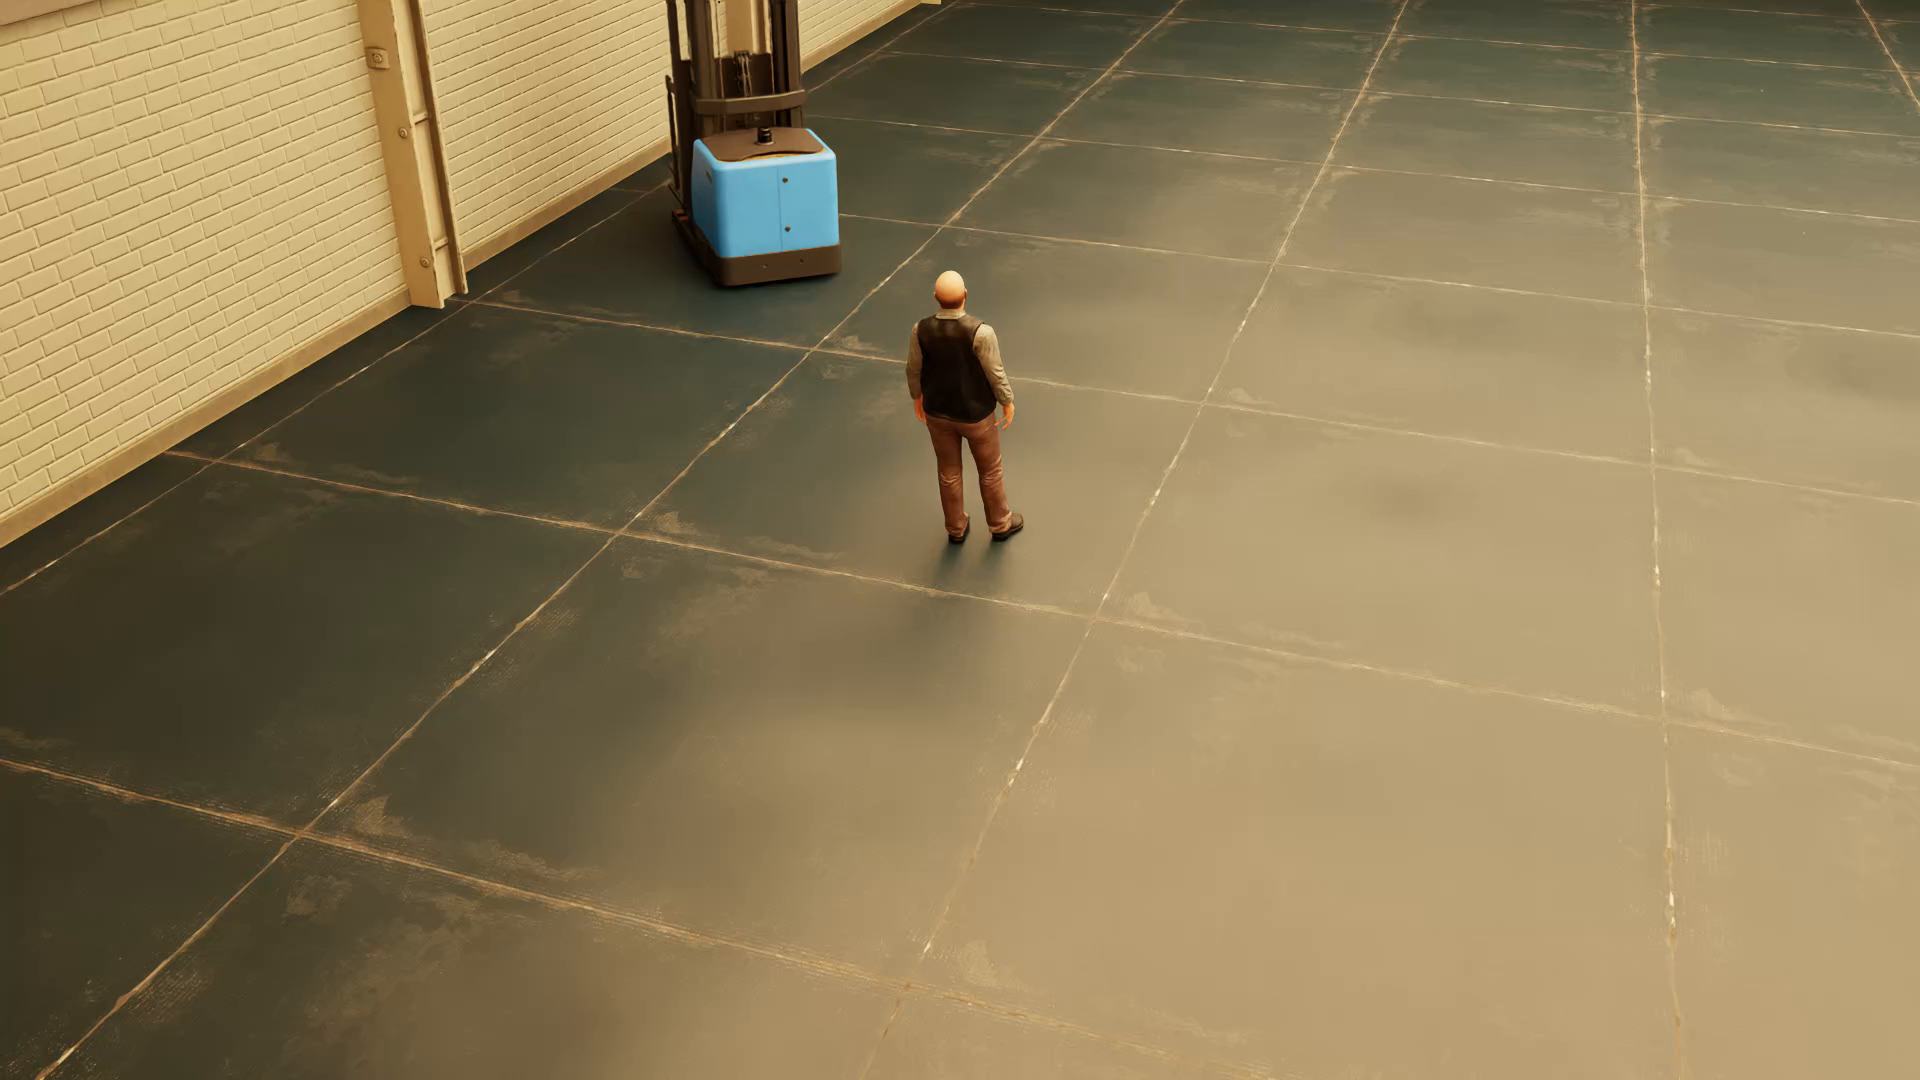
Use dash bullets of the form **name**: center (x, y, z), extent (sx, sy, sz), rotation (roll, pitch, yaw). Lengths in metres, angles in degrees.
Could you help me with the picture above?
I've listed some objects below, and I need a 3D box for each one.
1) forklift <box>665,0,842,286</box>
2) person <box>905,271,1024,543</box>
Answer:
- **forklift**: center (-1.972, -4.066, 14.270), extent (1.130, 2.935, 3.031), rotation (-10, 31, -17)
- **person**: center (0.027, -0.783, 9.716), extent (0.633, 1.722, 0.566), rotation (10, 31, 16)
